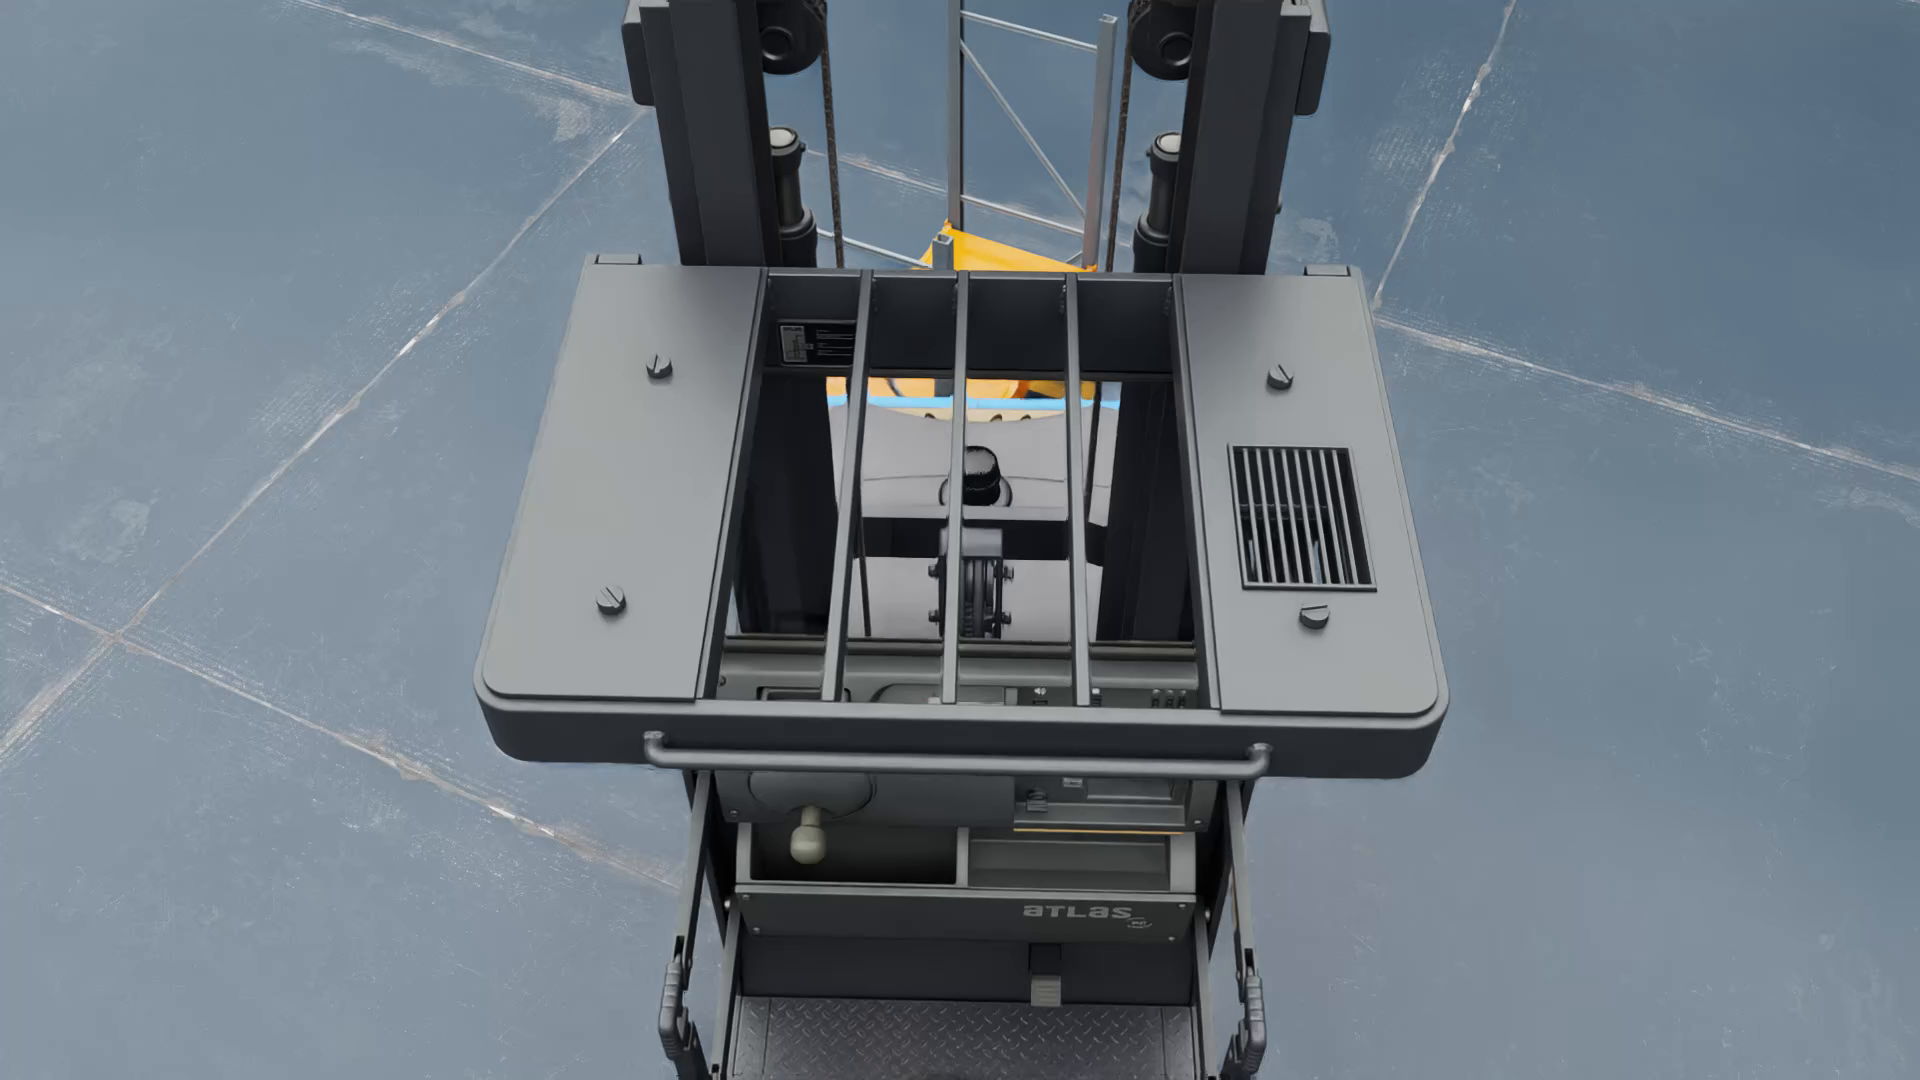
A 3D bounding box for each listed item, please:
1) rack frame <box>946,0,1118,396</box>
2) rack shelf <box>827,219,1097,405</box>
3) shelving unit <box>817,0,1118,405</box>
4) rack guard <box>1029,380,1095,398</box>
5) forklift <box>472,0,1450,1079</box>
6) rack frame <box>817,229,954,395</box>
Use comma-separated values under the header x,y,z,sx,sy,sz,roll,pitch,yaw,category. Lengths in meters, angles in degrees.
x,y,z,sx,sy,sz,roll,pitch,yaw,category
0.194,-0.992,5.109,0.500,1.500,0.032,20,52,16,rack frame
-0.026,-0.526,4.949,0.538,0.185,1.000,20,52,16,rack shelf
-0.022,-0.649,4.817,0.587,1.500,1.083,20,52,16,shelving unit
0.193,-0.586,5.584,0.587,0.250,0.087,20,52,16,rack guard
0.009,0.508,2.893,1.130,2.935,3.031,1,50,1,forklift
-0.246,-0.293,4.515,0.500,1.500,0.032,20,52,16,rack frame
